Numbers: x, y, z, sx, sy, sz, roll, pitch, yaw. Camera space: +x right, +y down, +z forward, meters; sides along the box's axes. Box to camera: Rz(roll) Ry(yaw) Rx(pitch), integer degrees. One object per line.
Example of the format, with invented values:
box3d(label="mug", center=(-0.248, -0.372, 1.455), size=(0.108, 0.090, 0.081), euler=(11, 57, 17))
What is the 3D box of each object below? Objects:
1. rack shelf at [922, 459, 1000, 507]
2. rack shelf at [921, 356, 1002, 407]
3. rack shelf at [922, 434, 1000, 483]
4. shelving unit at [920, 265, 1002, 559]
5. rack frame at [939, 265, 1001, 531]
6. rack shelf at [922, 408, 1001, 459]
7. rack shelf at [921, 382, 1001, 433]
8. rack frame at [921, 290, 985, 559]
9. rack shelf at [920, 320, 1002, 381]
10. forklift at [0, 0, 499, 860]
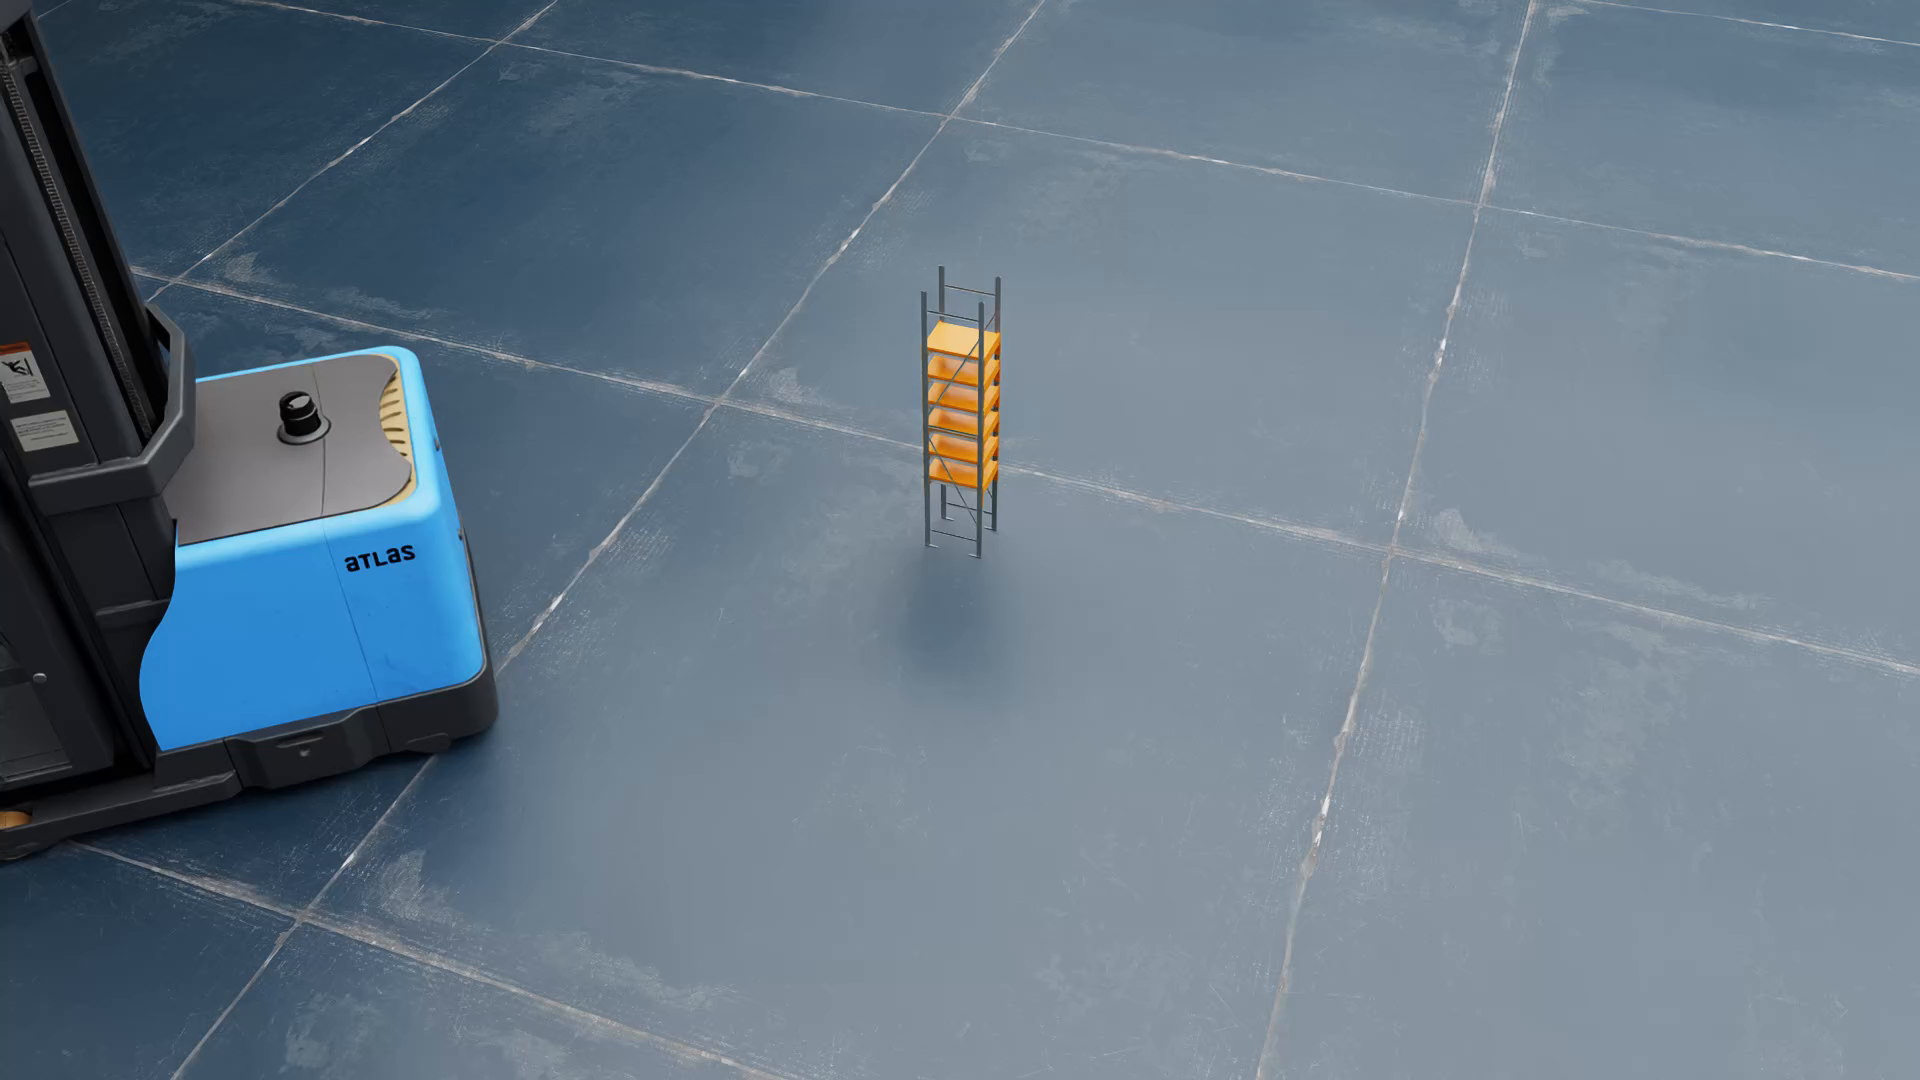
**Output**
box3d(label="rack shelf", center=(0.005, -0.249, 6.556), size=(0.258, 0.103, 0.180), euler=(13, 42, 15))
box3d(label="rack shelf", center=(0.005, -0.614, 6.244), size=(0.258, 0.103, 0.180), euler=(13, 42, 15))
box3d(label="rack shelf", center=(0.005, -0.340, 6.478), size=(0.258, 0.103, 0.180), euler=(13, 42, 15))
box3d(label="shelving unit", center=(0.005, -0.465, 6.371), size=(0.258, 1.200, 0.189), euler=(13, 42, 15))
box3d(label="rack frame", center=(0.036, -0.521, 6.436), size=(0.240, 1.200, 0.006), euler=(13, 42, 15))
box3d(label="rack shelf", center=(0.005, -0.431, 6.400), size=(0.258, 0.103, 0.180), euler=(13, 42, 15))
box3d(label="rack shelf", center=(0.005, -0.523, 6.322), size=(0.258, 0.103, 0.180), euler=(13, 42, 15))
box3d(label="rack frame", center=(-0.026, -0.409, 6.306), size=(0.240, 1.200, 0.006), euler=(13, 42, 15))
box3d(label="rack shelf", center=(0.005, -0.705, 6.166), size=(0.258, 0.103, 0.180), euler=(13, 42, 15))
box3d(label="forklift", center=(-3.215, -0.403, 4.965), size=(3.031, 2.935, 1.130), euler=(-12, 42, -14))
